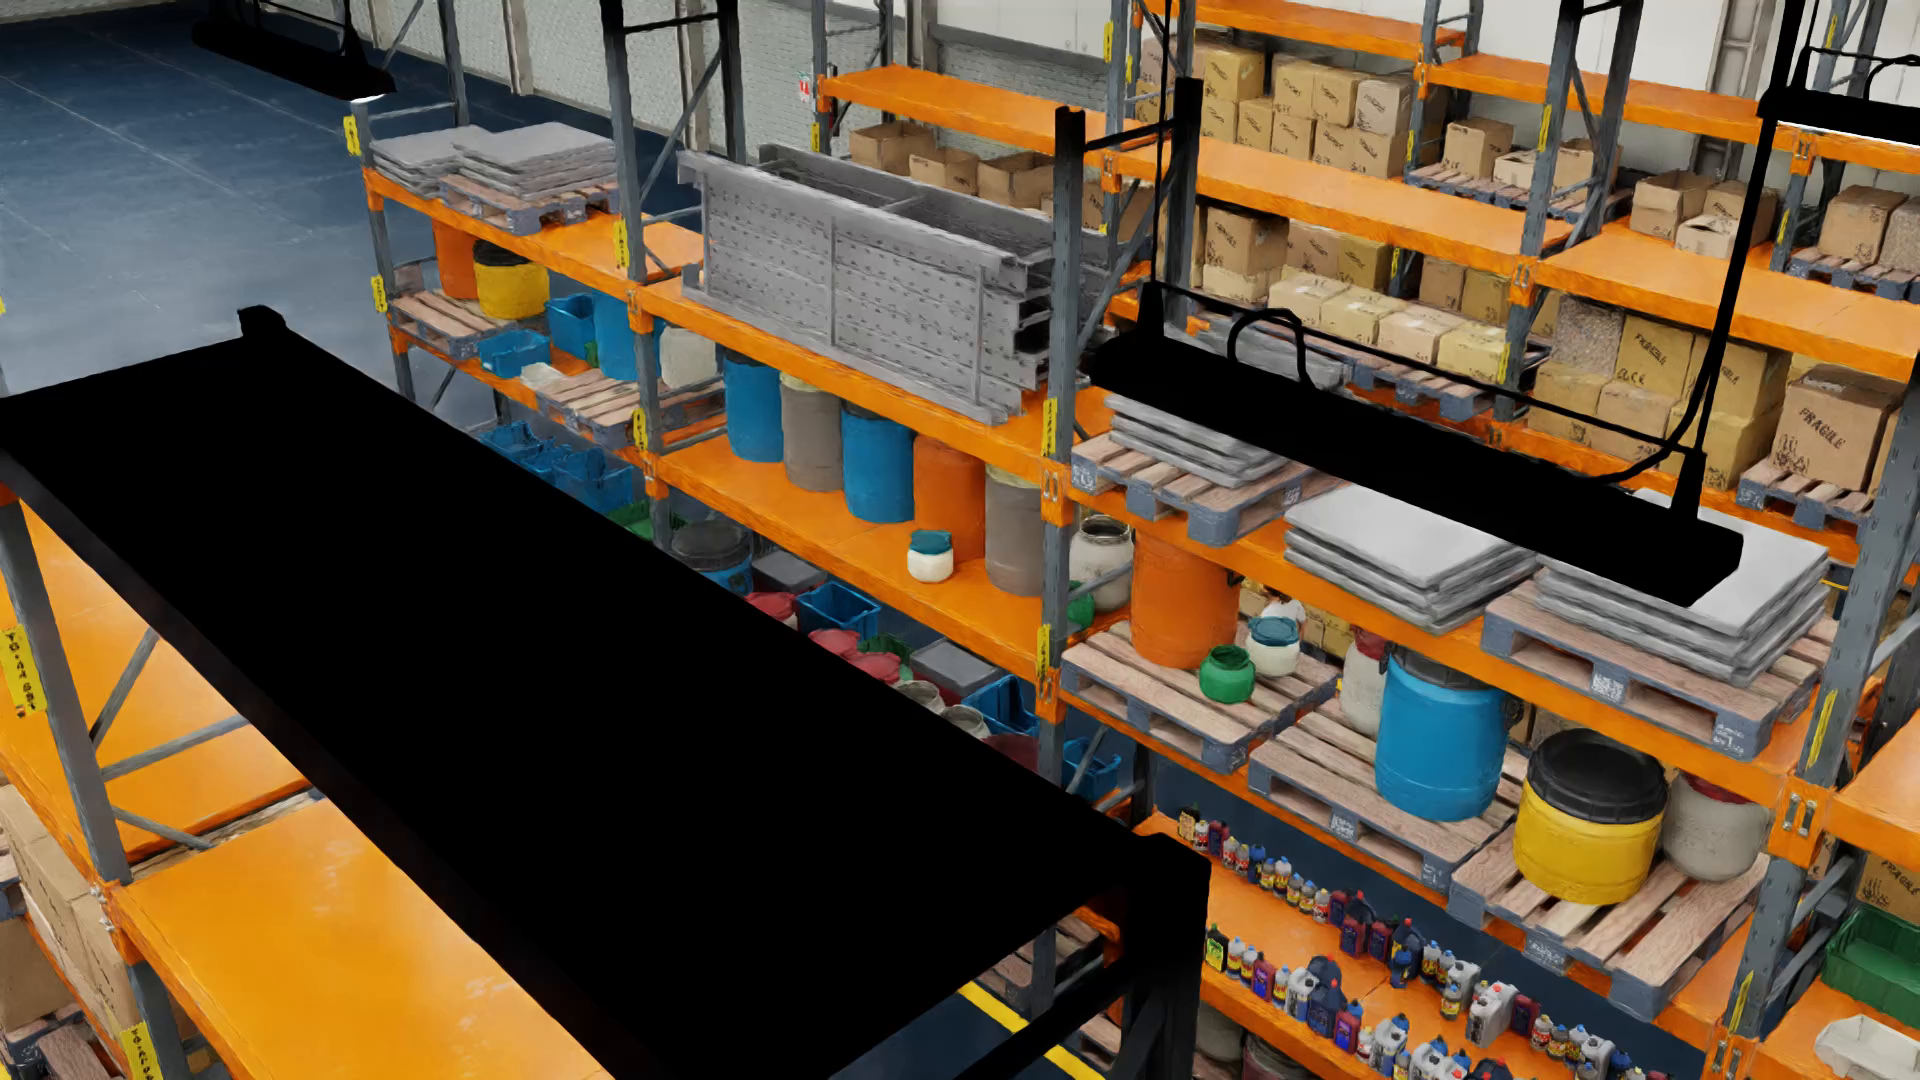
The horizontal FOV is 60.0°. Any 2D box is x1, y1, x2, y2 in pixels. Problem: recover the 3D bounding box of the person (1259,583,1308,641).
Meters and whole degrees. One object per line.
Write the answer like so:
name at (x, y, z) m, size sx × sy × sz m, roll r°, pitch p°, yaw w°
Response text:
person at (2.562, 0.993, 13.311) m, size 0.507 × 1.618 × 0.580 m, roll 25°, pitch 37°, yaw 38°
